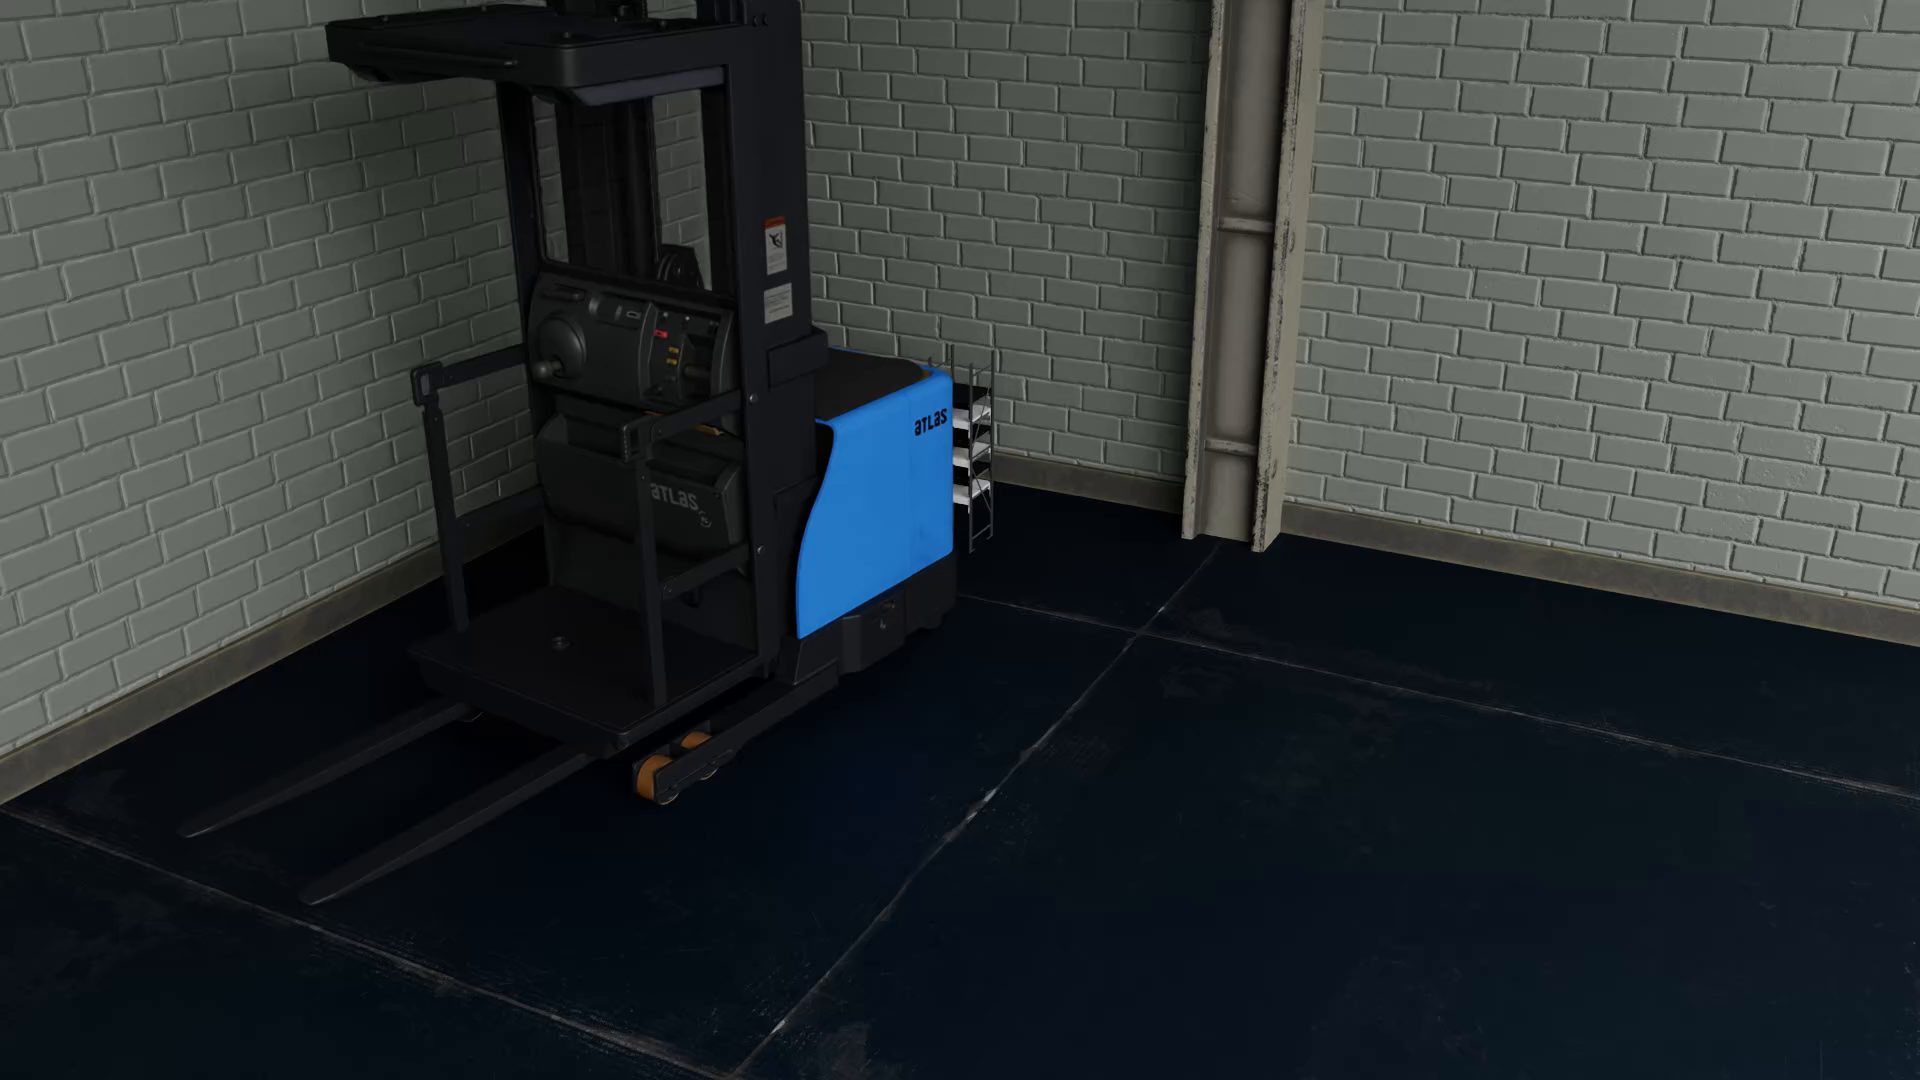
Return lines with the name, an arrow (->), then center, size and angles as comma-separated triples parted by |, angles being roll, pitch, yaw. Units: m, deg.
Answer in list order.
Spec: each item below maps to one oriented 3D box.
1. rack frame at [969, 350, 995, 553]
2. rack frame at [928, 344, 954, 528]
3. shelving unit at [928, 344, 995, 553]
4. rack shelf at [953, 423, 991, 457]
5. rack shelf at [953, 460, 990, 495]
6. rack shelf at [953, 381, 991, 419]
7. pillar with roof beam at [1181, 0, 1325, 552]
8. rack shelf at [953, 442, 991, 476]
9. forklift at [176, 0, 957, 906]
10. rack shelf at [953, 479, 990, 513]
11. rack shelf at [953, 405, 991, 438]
rack frame -> 0.098, -0.395, 7.528 | 0.006, 0.900, 0.240 | 11, 25, 25
rack frame -> -0.083, -0.431, 7.613 | 0.006, 0.900, 0.240 | 11, 25, 25
shelving unit -> 0.007, -0.413, 7.571 | 0.210, 0.900, 0.258 | 11, 25, 25
rack shelf -> 0.007, -0.465, 7.548 | 0.200, 0.077, 0.258 | 11, 25, 25
rack shelf -> 0.007, -0.299, 7.619 | 0.200, 0.077, 0.258 | 11, 25, 25
rack shelf -> 0.007, -0.630, 7.478 | 0.200, 0.077, 0.258 | 11, 25, 25
pillar with roof beam -> -0.666, -2.668, 2.526 | 0.400, 9.000, 9.100 | 11, 25, 25
rack shelf -> 0.007, -0.382, 7.584 | 0.200, 0.077, 0.258 | 11, 25, 25
forklift -> -1.263, -0.665, 5.569 | 1.130, 2.935, 3.031 | 15, 27, 32
rack shelf -> 0.007, -0.216, 7.654 | 0.200, 0.077, 0.258 | 11, 25, 25
rack shelf -> 0.007, -0.548, 7.513 | 0.200, 0.077, 0.258 | 11, 25, 25
